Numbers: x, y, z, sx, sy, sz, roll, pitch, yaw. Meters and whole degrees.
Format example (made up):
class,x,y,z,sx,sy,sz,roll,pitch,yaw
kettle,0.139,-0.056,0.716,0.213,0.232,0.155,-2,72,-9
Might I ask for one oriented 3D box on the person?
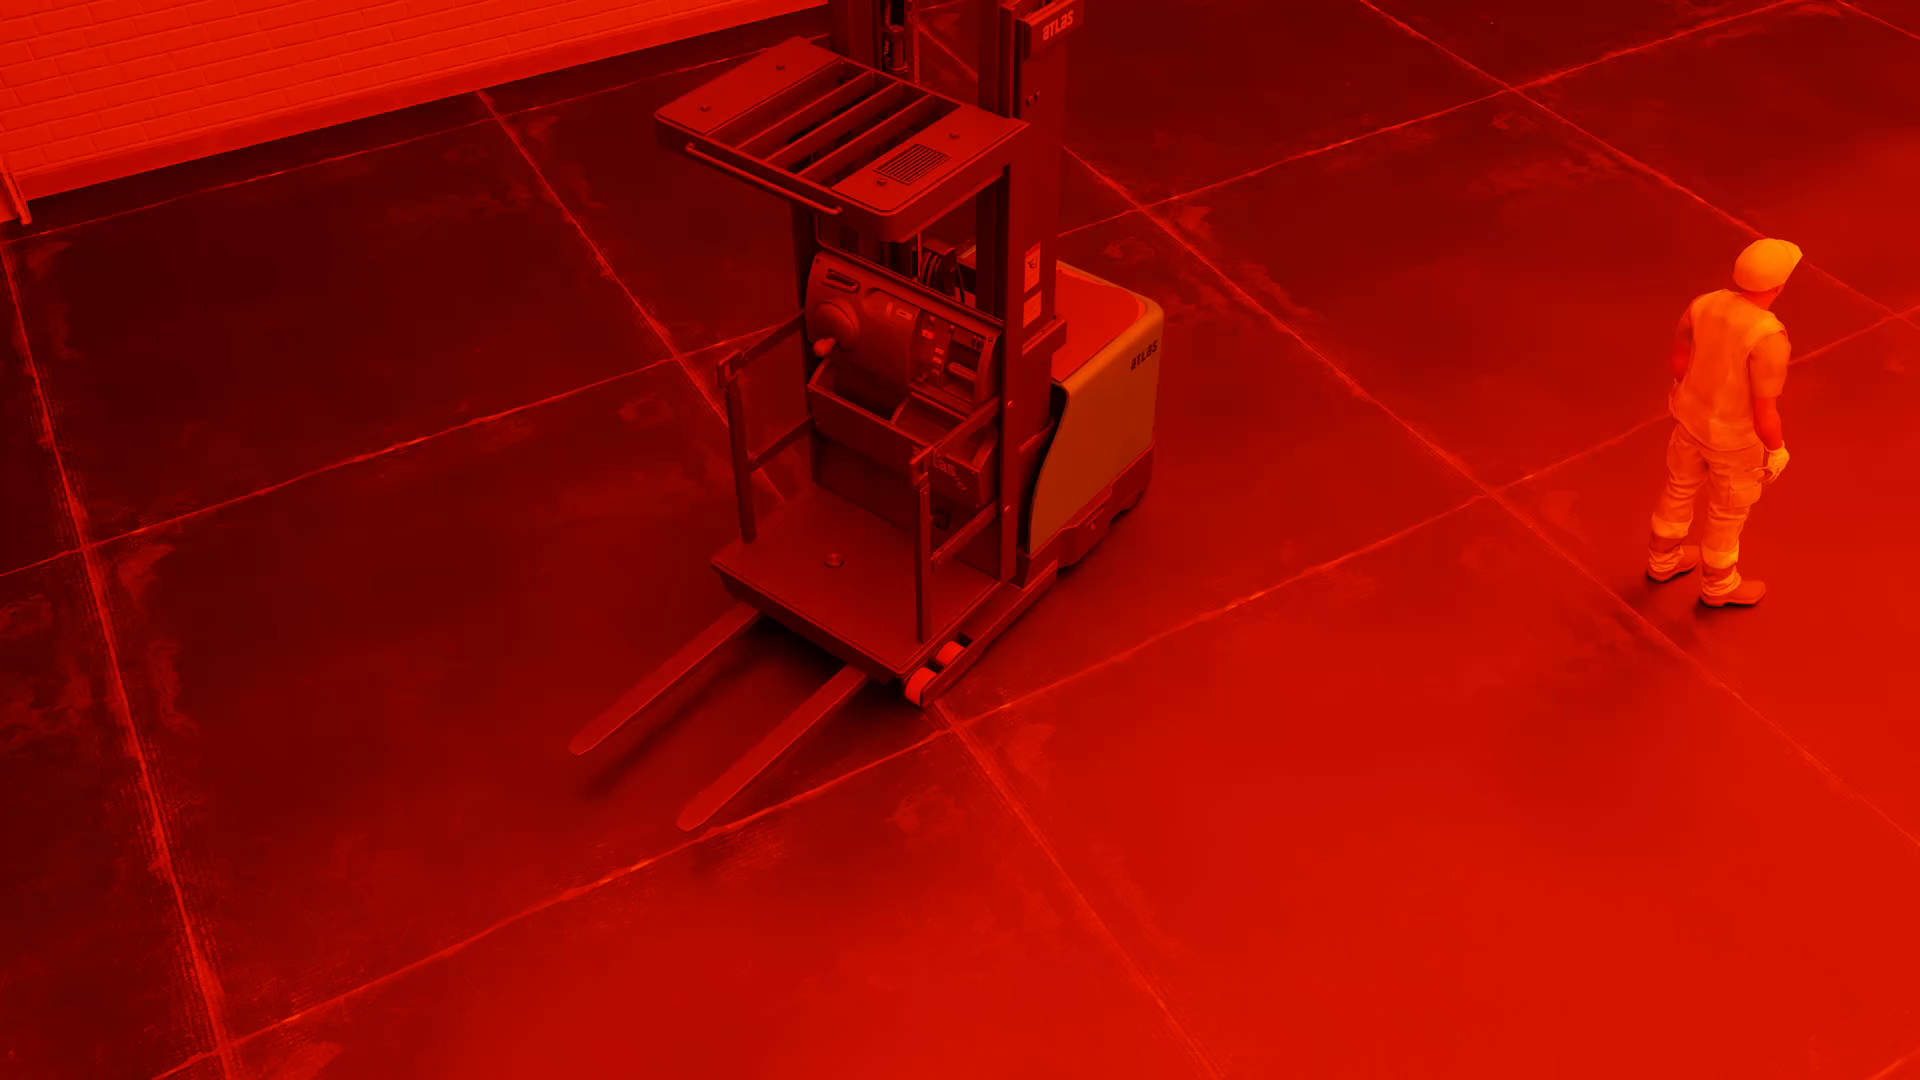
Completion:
class,x,y,z,sx,sy,sz,roll,pitch,yaw
person,3.300,-0.506,7.073,0.564,1.787,0.637,-15,45,-16

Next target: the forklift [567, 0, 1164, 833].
class,x,y,z,sx,sy,sz,roll,pitch,yaw
forklift,-0.375,-0.749,6.505,1.130,2.935,3.031,28,50,27
